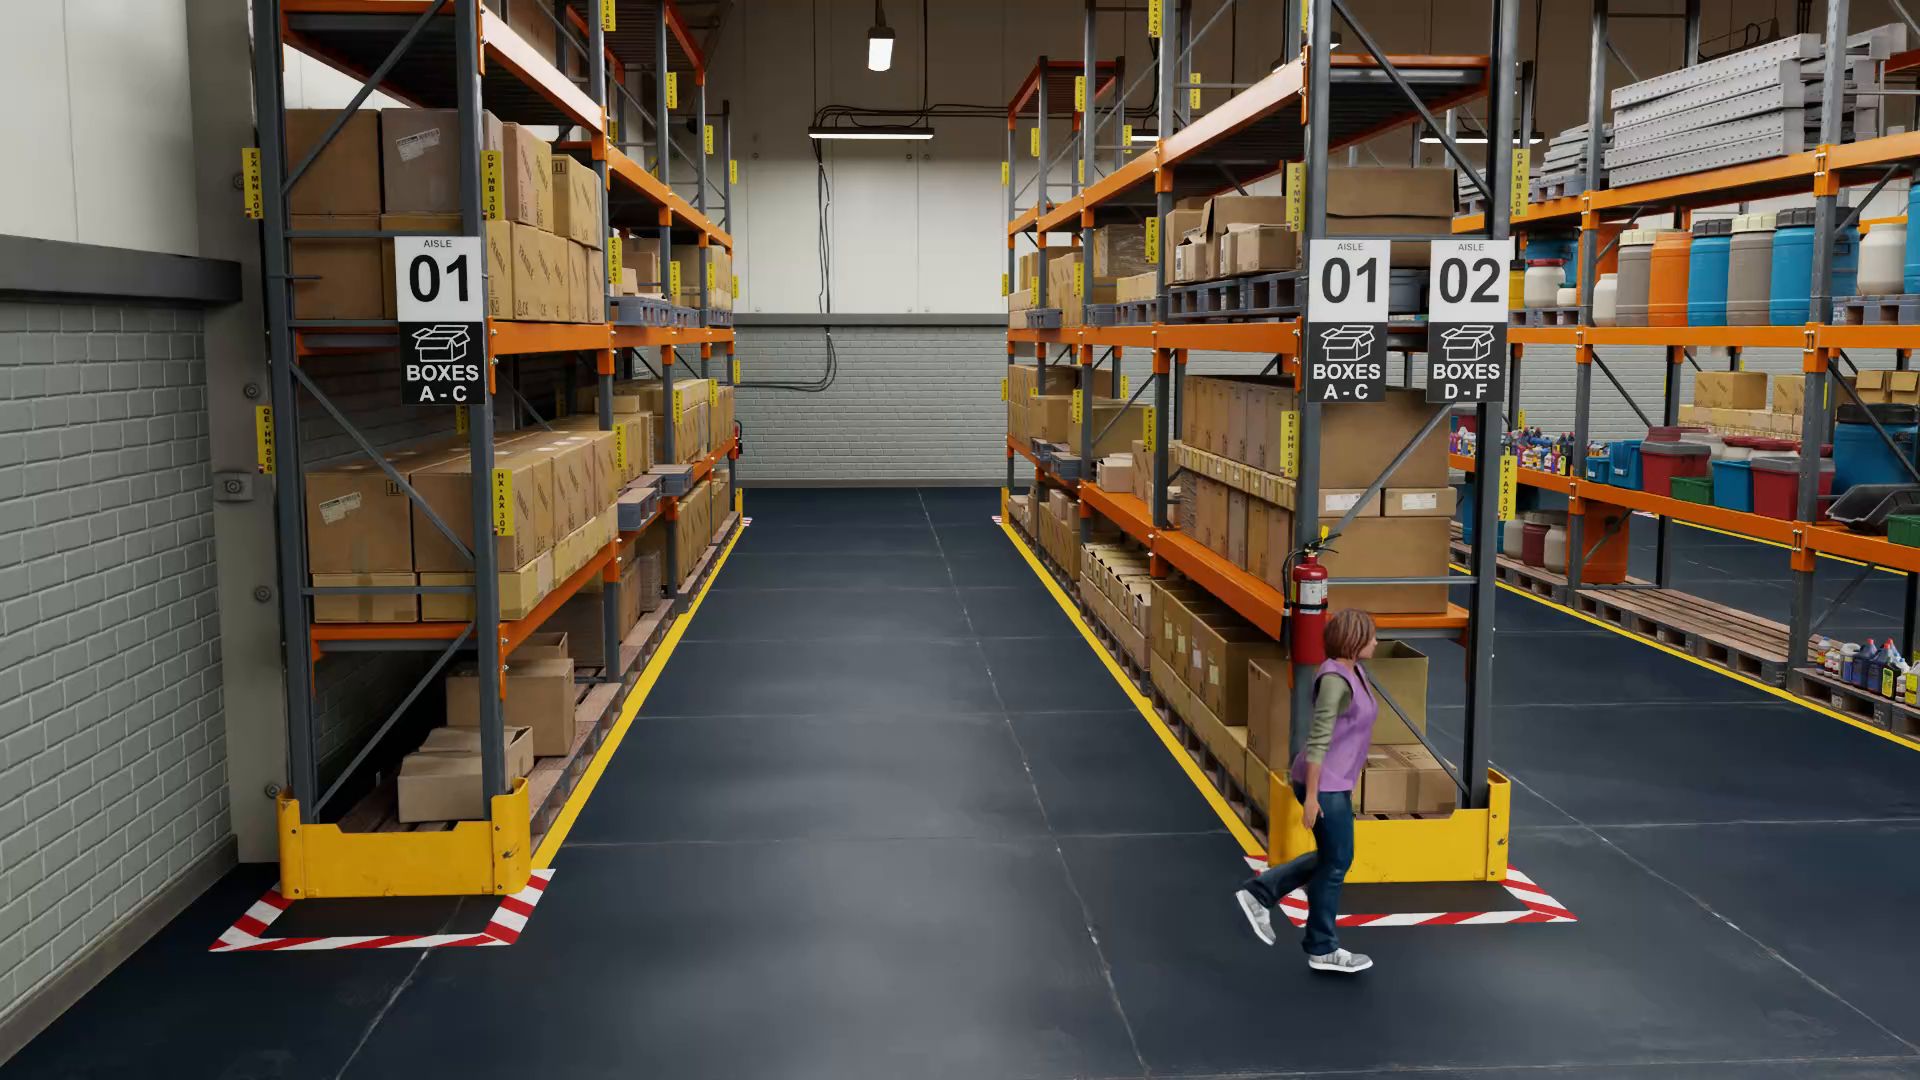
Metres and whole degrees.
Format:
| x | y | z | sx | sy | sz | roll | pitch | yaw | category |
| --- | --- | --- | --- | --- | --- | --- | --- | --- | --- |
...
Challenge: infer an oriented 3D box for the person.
| x | y | z | sx | sy | sz | roll | pitch | yaw | category |
| --- | --- | --- | --- | --- | --- | --- | --- | --- | --- |
| 1.537 | 1.056 | 7.209 | 0.547 | 1.567 | 0.460 | 2 | 7 | 18 | person |
